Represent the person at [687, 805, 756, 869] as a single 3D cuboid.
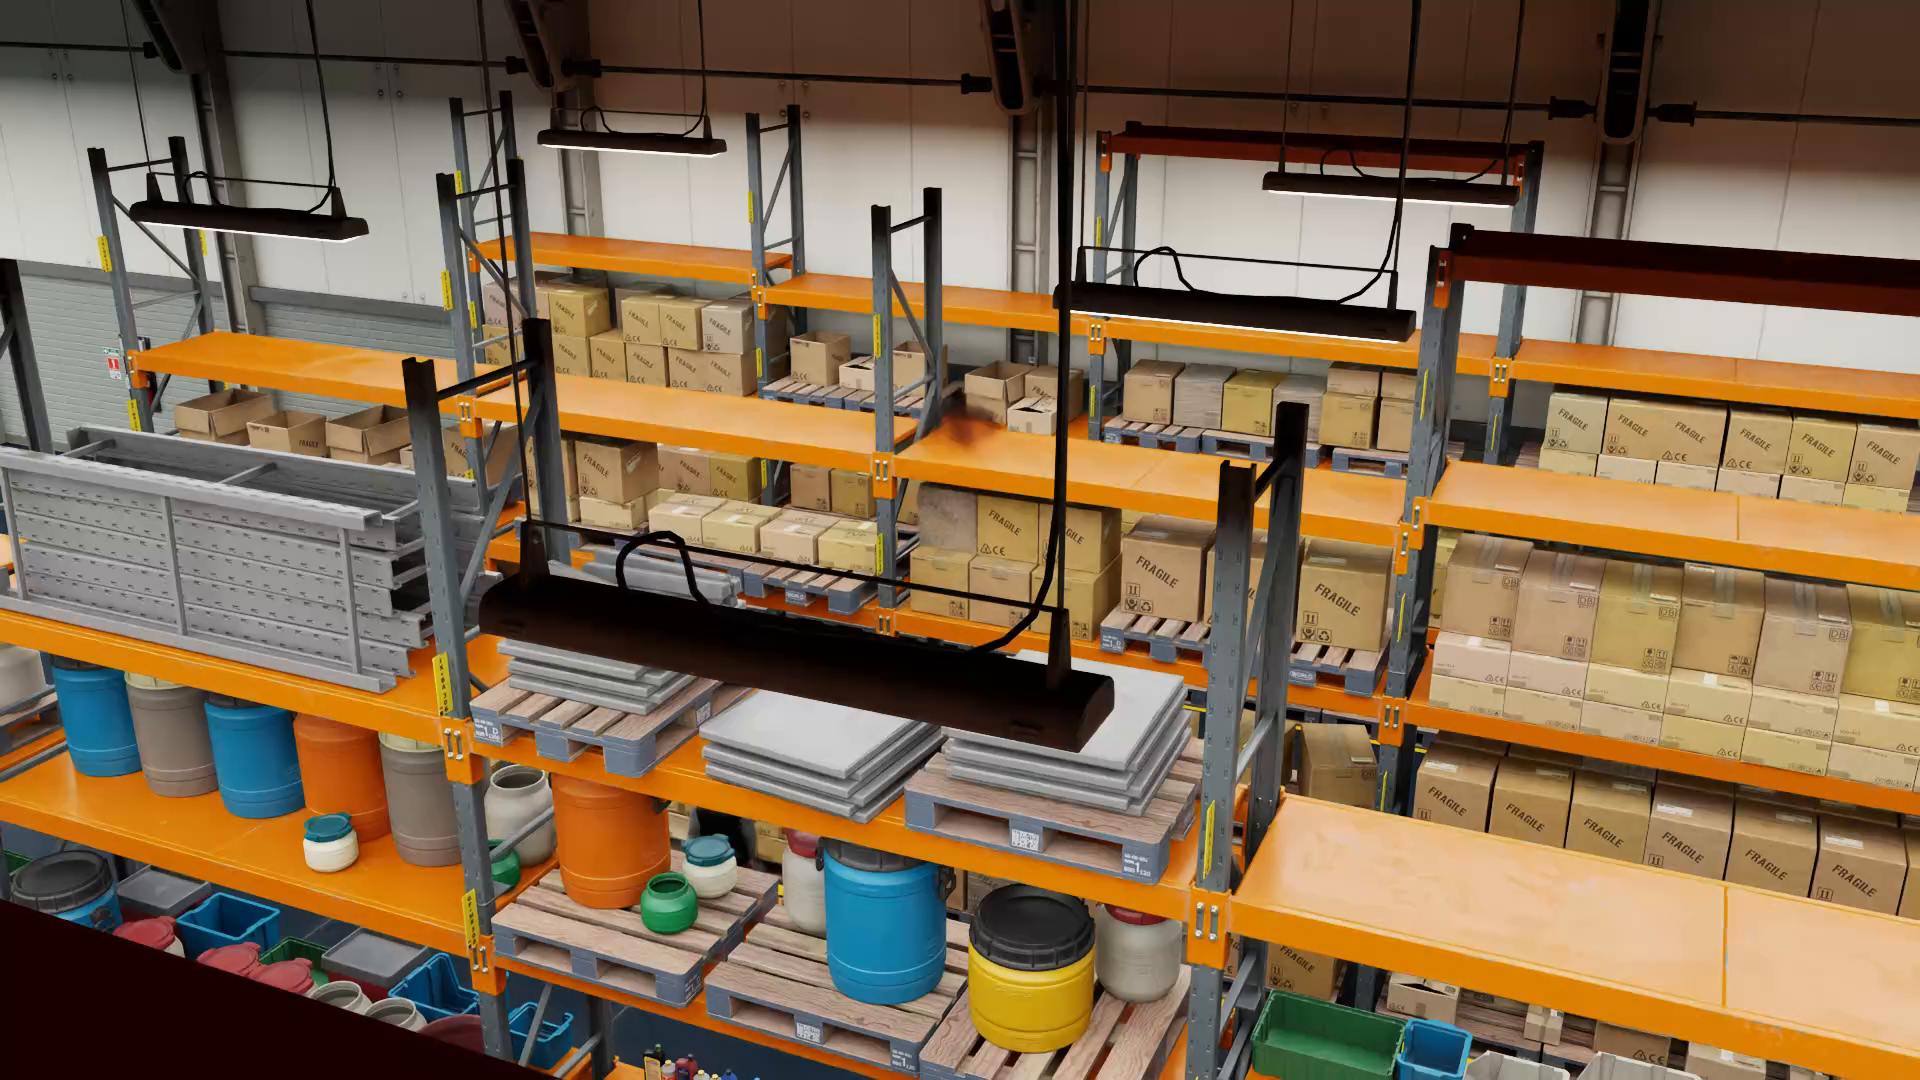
[{"bbox_3d":[-1.929,2.576,13.387,0.649,1.736,0.440,3,21,9],"label":"person"}]
